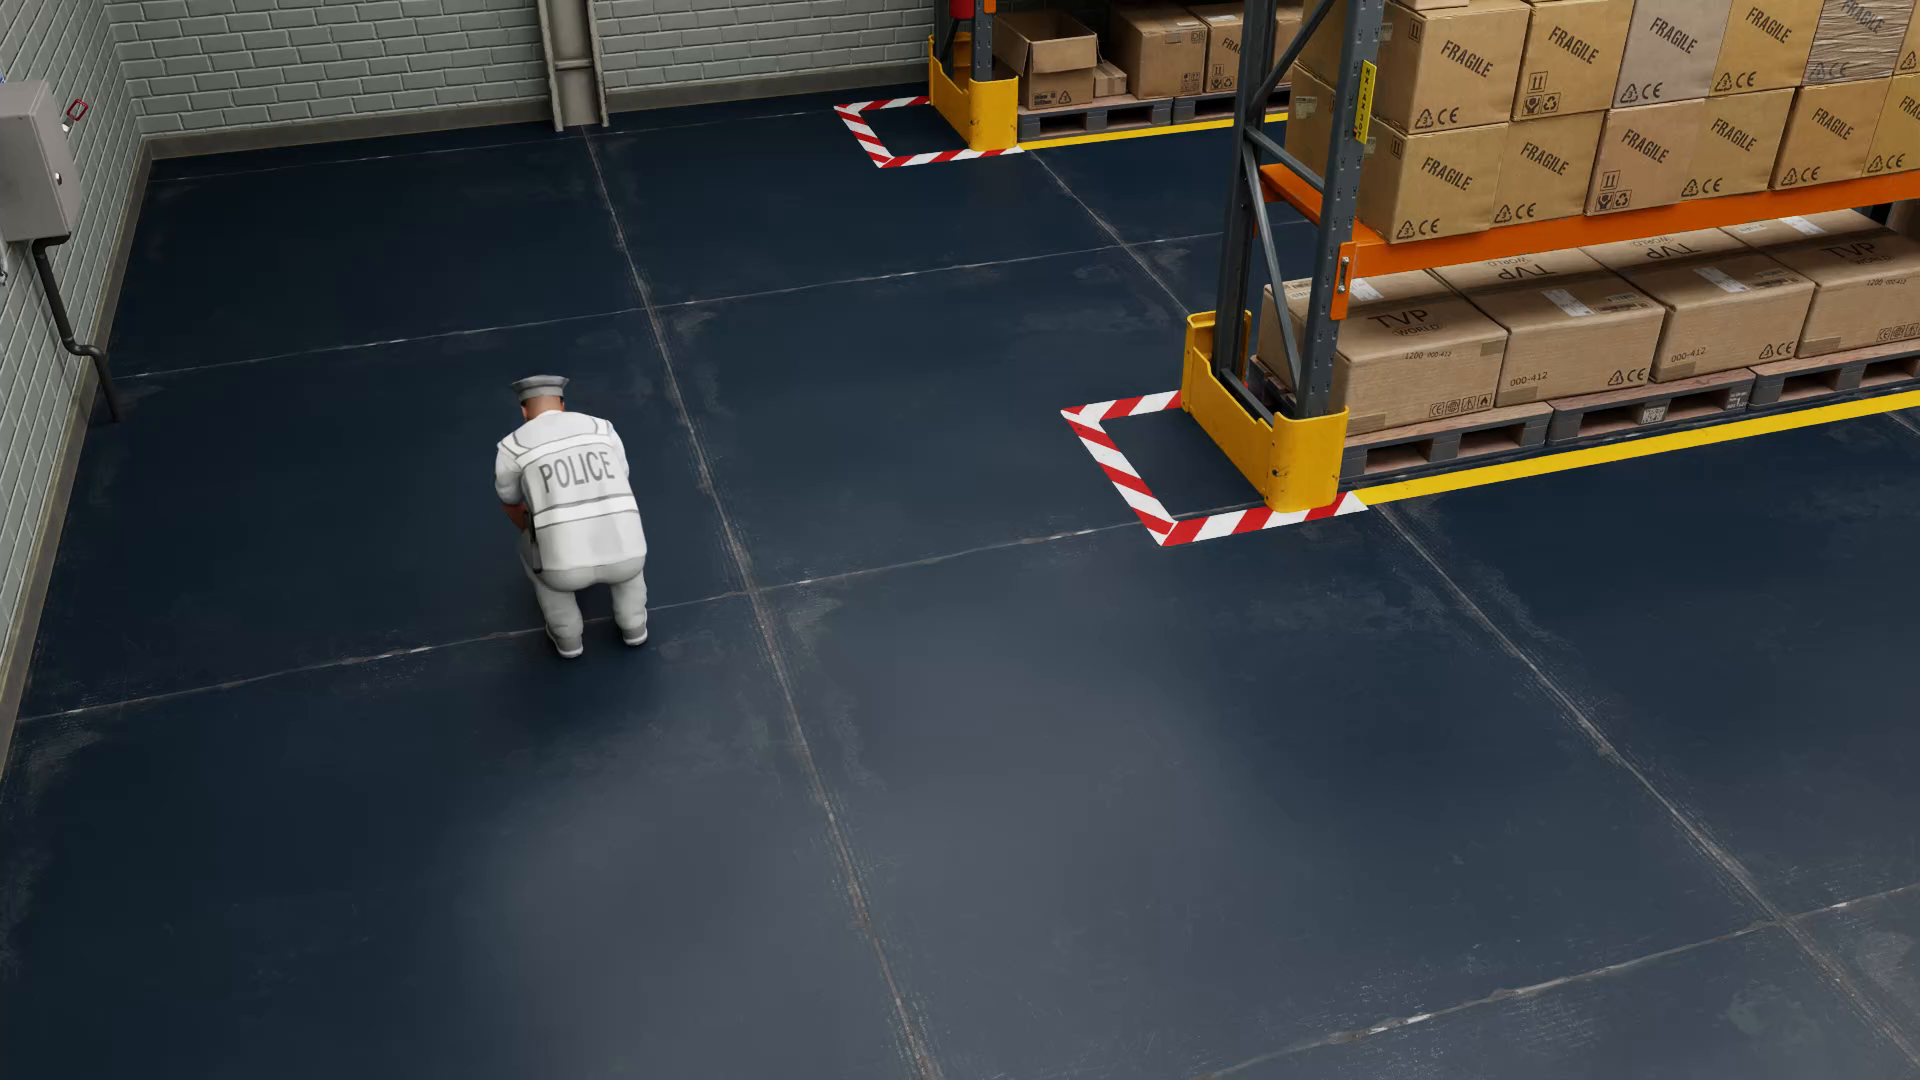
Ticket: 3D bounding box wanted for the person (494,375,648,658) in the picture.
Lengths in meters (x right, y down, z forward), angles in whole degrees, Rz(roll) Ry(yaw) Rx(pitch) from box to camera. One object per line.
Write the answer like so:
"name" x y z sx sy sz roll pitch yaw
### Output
"person" -1.611 -0.096 6.916 0.570 1.051 0.918 -10 35 -15
